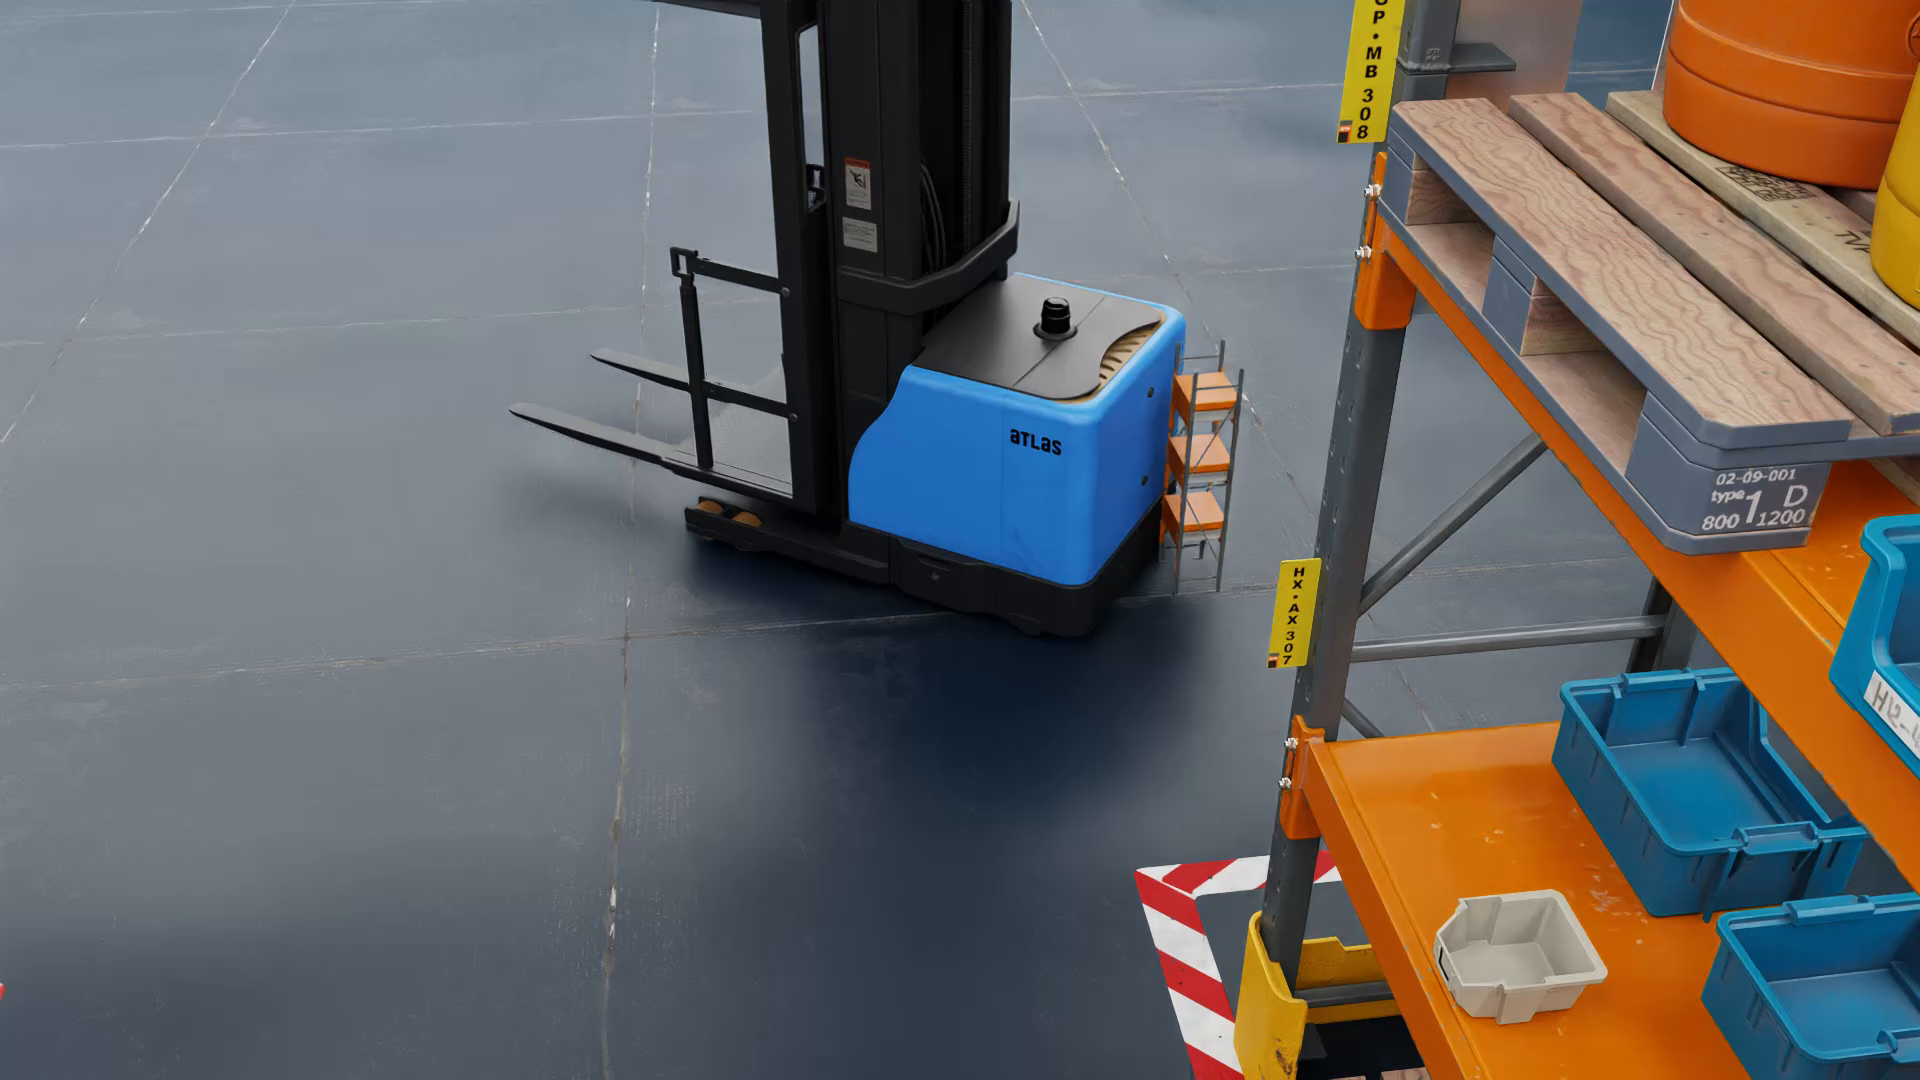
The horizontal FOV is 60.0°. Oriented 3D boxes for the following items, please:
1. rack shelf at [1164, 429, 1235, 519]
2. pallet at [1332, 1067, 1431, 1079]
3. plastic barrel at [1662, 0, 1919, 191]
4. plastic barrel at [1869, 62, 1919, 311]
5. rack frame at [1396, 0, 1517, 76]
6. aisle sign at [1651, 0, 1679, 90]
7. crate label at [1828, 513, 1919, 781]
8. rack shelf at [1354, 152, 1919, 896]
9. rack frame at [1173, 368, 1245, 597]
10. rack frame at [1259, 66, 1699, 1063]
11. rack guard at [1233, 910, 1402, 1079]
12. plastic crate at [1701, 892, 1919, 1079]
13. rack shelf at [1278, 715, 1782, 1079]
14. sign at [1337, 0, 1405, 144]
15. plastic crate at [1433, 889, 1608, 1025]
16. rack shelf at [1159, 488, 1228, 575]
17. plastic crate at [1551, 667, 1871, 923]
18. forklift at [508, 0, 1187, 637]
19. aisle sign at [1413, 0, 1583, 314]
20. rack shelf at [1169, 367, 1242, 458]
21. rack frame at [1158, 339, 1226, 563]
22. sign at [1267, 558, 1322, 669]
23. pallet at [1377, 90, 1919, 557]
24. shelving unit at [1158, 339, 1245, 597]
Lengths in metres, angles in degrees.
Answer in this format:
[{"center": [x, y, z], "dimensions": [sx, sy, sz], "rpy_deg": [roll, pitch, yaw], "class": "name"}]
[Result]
[{"center": [0.965, -0.269, 6.731], "dimensions": [0.215, 0.259, 0.240], "rpy_deg": [-5, 35, -8], "class": "rack shelf"}, {"center": [1.524, 1.902, 4.271], "dimensions": [1.003, 0.211, 1.213], "rpy_deg": [-4, 35, -6], "class": "pallet"}, {"center": [1.555, -1.071, 2.741], "dimensions": [0.600, 0.830, 0.708], "rpy_deg": [-4, 35, -6], "class": "plastic barrel"}, {"center": [1.642, -0.607, 2.273], "dimensions": [0.600, 0.588, 0.600], "rpy_deg": [0, 34, 0], "class": "plastic barrel"}, {"center": [1.363, -2.222, 2.519], "dimensions": [1.000, 3.000, 0.127], "rpy_deg": [-4, 35, -6], "class": "rack frame"}, {"center": [1.648, -0.879, 3.568], "dimensions": [0.394, 0.787, 0.004], "rpy_deg": [-4, 35, -6], "class": "aisle sign"}, {"center": [1.288, 0.149, 1.836], "dimensions": [0.502, 0.251, 0.408], "rpy_deg": [-4, 35, -6], "class": "crate label"}, {"center": [1.632, 0.431, 1.929], "dimensions": [1.077, 0.370, 4.000], "rpy_deg": [-4, 35, -6], "class": "rack shelf"}, {"center": [0.985, -0.210, 6.625], "dimensions": [0.200, 1.050, 0.008], "rpy_deg": [-5, 35, -8], "class": "rack frame"}, {"center": [1.363, 0.258, 4.209], "dimensions": [1.000, 3.000, 0.127], "rpy_deg": [-4, 35, -6], "class": "rack frame"}, {"center": [1.420, 1.329, 4.855], "dimensions": [1.175, 0.500, 0.348], "rpy_deg": [-4, 35, -6], "class": "rack guard"}, {"center": [1.809, 0.938, 3.341], "dimensions": [0.499, 0.251, 0.408], "rpy_deg": [-4, 35, -6], "class": "plastic crate"}, {"center": [1.632, 1.671, 2.773], "dimensions": [1.077, 0.370, 4.000], "rpy_deg": [-4, 35, -6], "class": "rack shelf"}, {"center": [0.818, -0.946, 3.304], "dimensions": [0.100, 0.325, 0.005], "rpy_deg": [-4, 35, -6], "class": "sign"}, {"center": [1.165, 0.890, 3.514], "dimensions": [0.298, 0.136, 0.250], "rpy_deg": [-4, 35, -6], "class": "plastic crate"}, {"center": [0.964, -0.039, 6.887], "dimensions": [0.215, 0.259, 0.240], "rpy_deg": [-5, 35, -8], "class": "rack shelf"}, {"center": [1.727, 0.576, 3.874], "dimensions": [0.499, 0.251, 0.616], "rpy_deg": [-4, 35, -6], "class": "plastic crate"}, {"center": [-0.615, -1.406, 6.711], "dimensions": [3.031, 2.935, 1.130], "rpy_deg": [17, 38, 23], "class": "forklift"}, {"center": [1.063, -0.835, 3.503], "dimensions": [0.394, 0.787, 0.004], "rpy_deg": [-4, 35, -6], "class": "aisle sign"}, {"center": [0.966, -0.504, 6.571], "dimensions": [0.215, 0.259, 0.240], "rpy_deg": [-5, 35, -8], "class": "rack shelf"}, {"center": [0.945, -0.346, 6.824], "dimensions": [0.200, 1.050, 0.008], "rpy_deg": [-5, 35, -8], "class": "rack frame"}, {"center": [0.818, 0.182, 4.073], "dimensions": [0.100, 0.325, 0.005], "rpy_deg": [-4, 35, -6], "class": "sign"}, {"center": [1.378, -0.435, 2.729], "dimensions": [1.003, 0.211, 1.213], "rpy_deg": [-4, 35, -6], "class": "pallet"}, {"center": [0.965, -0.278, 6.725], "dimensions": [0.215, 1.050, 0.252], "rpy_deg": [-5, 35, -8], "class": "shelving unit"}]
